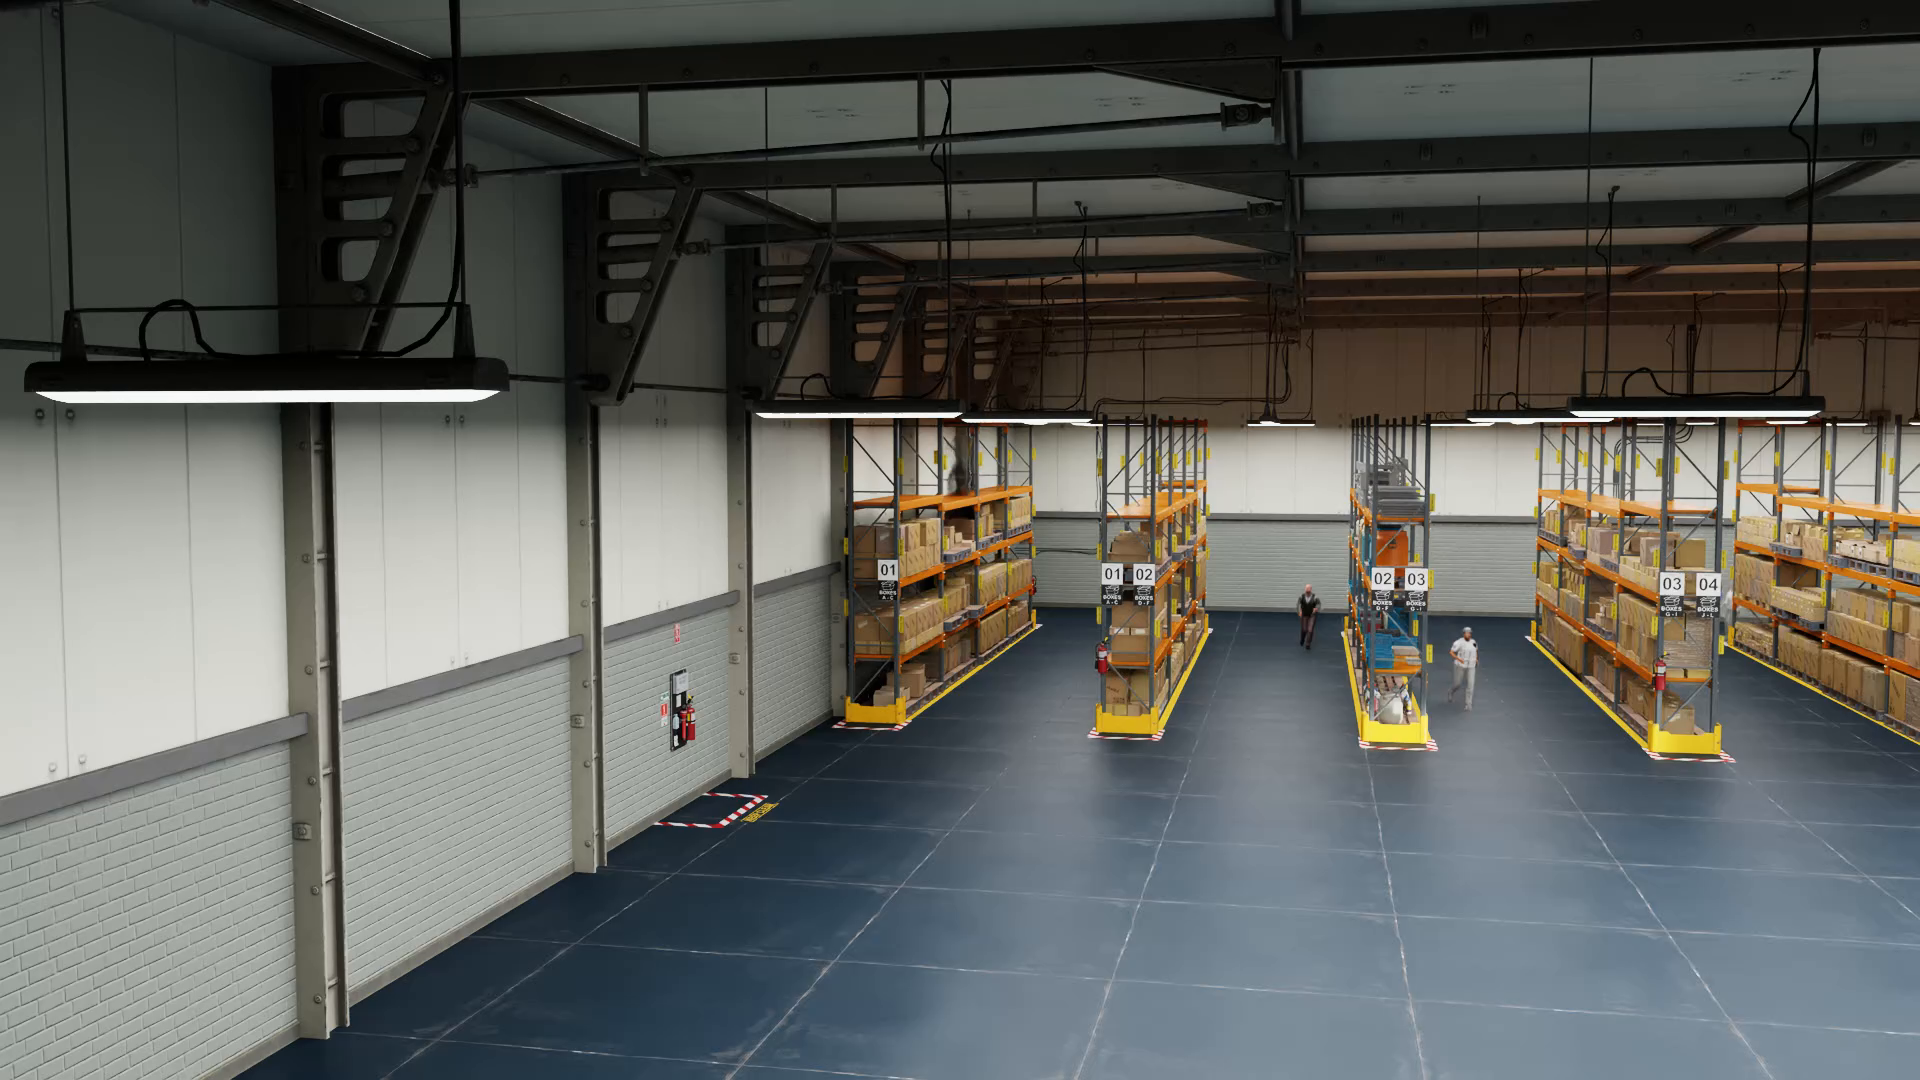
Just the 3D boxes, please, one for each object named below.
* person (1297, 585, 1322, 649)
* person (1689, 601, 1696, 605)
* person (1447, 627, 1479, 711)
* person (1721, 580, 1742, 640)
[{"bbox_3d":[9.081,2.003,43.280,0.651,1.693,0.607,1,4,15],"label":"person"},{"bbox_3d":[20.000,1.928,45.139,0.644,1.647,0.588,0,4,-5],"label":"person"},{"bbox_3d":[10.390,2.618,34.182,0.643,1.659,0.959,0,4,-4],"label":"person"},{"bbox_3d":[20.998,1.894,45.056,0.729,1.654,0.654,-1,4,-13],"label":"person"}]
